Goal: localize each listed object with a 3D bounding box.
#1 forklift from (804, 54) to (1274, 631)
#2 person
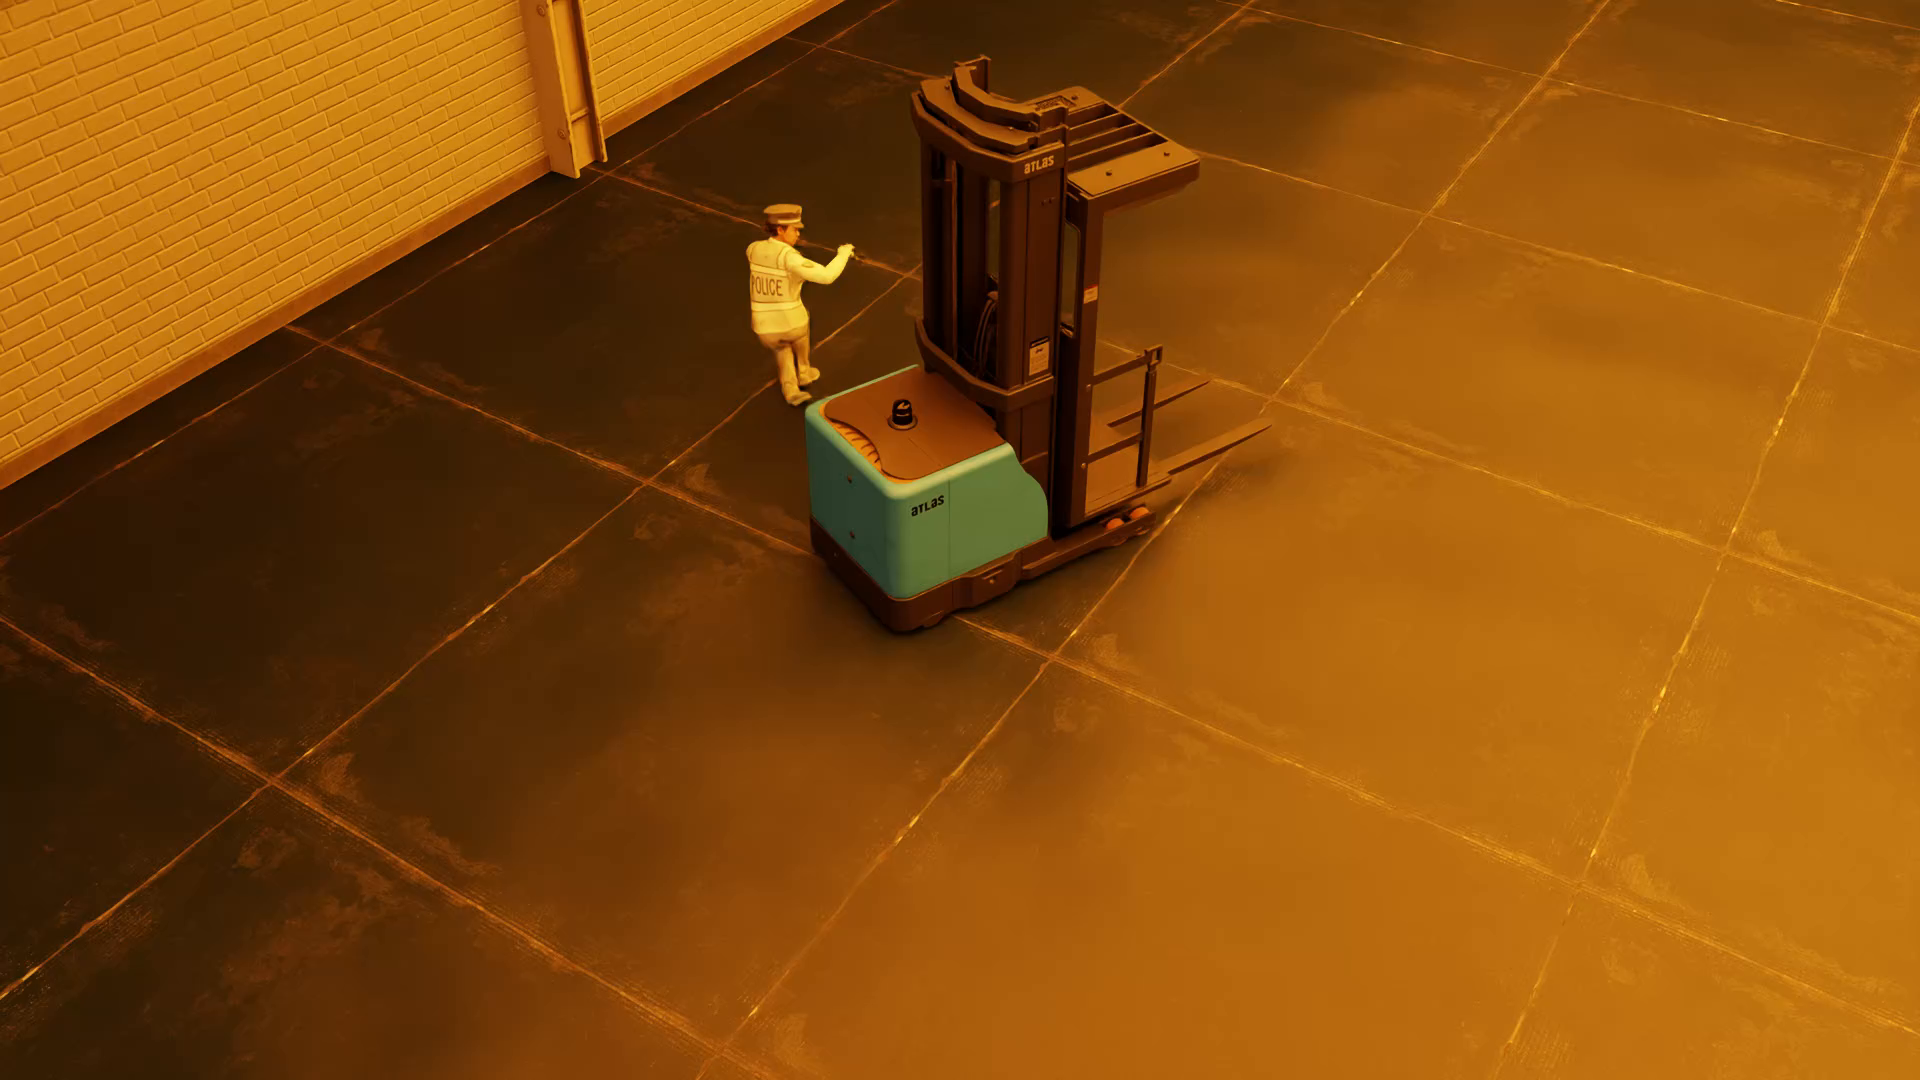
[{"bbox_3d":[0.601,-1.343,9.552,3.031,2.935,1.130,-24,46,-25],"label":"forklift"},{"bbox_3d":[-1.048,-1.623,11.081,0.730,1.409,1.011,5,41,6],"label":"person"}]
